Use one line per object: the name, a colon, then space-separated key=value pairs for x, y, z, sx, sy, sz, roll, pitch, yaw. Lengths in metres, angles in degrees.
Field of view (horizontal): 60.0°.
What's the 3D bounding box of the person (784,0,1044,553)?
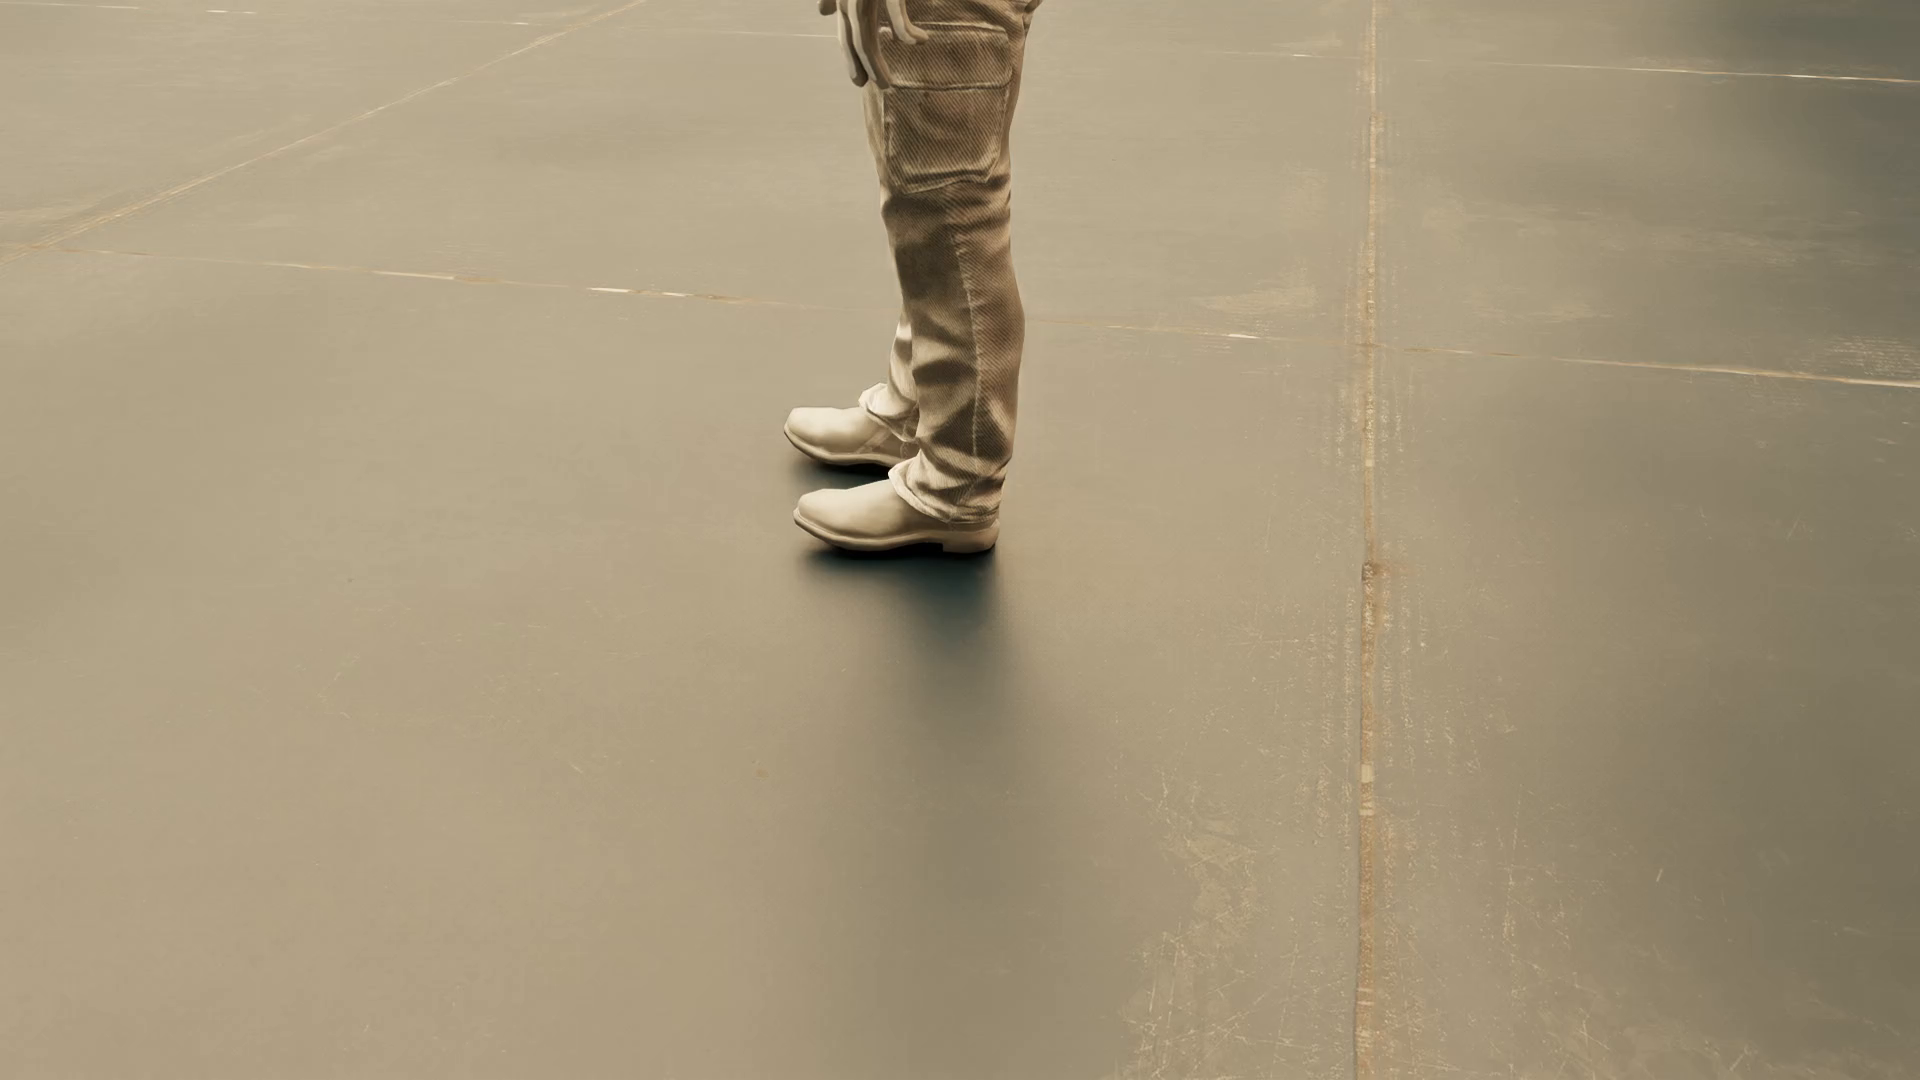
person: x=-0.068 y=-0.813 z=2.117 sx=0.577 sy=1.781 sz=0.656 roll=6 pitch=27 yaw=11
